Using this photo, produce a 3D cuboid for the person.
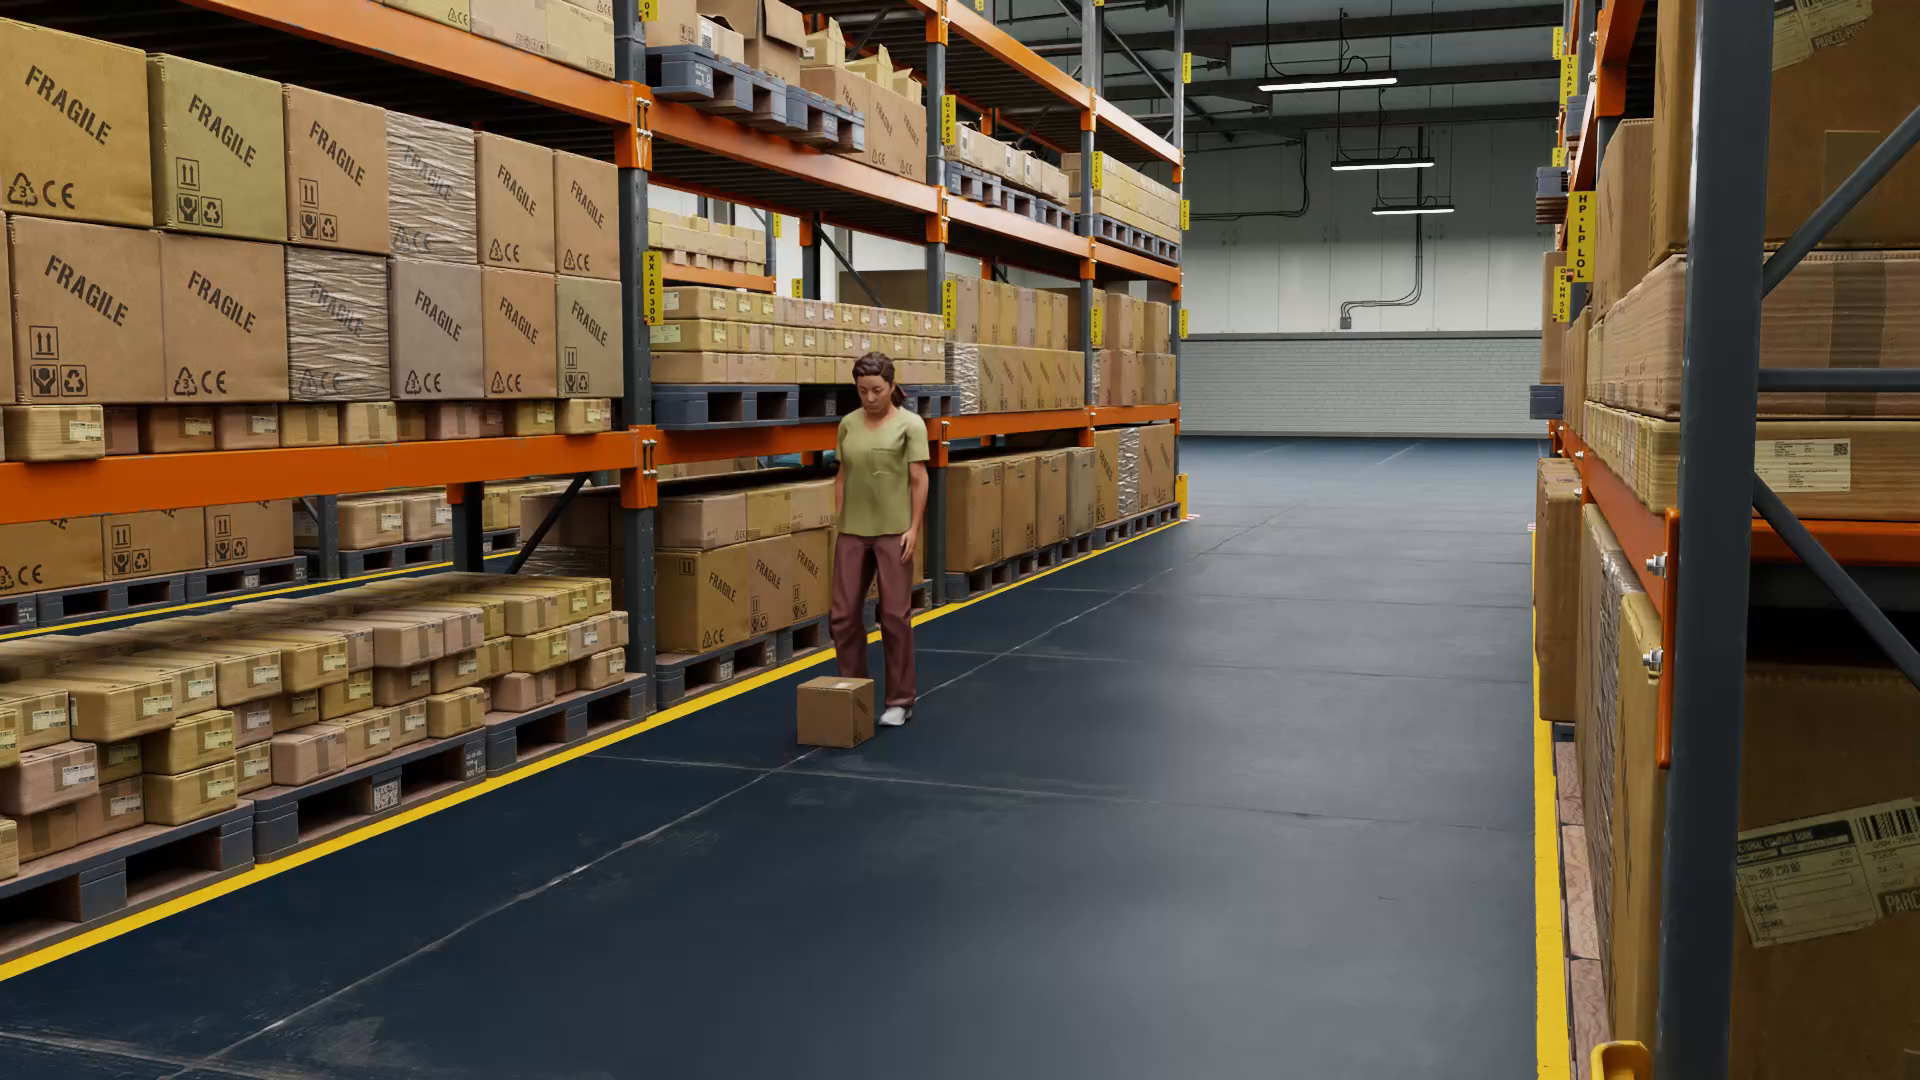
[{"bbox_3d":[-0.360,-0.010,7.428,0.455,1.661,0.356,2,6,20],"label":"person"}]
